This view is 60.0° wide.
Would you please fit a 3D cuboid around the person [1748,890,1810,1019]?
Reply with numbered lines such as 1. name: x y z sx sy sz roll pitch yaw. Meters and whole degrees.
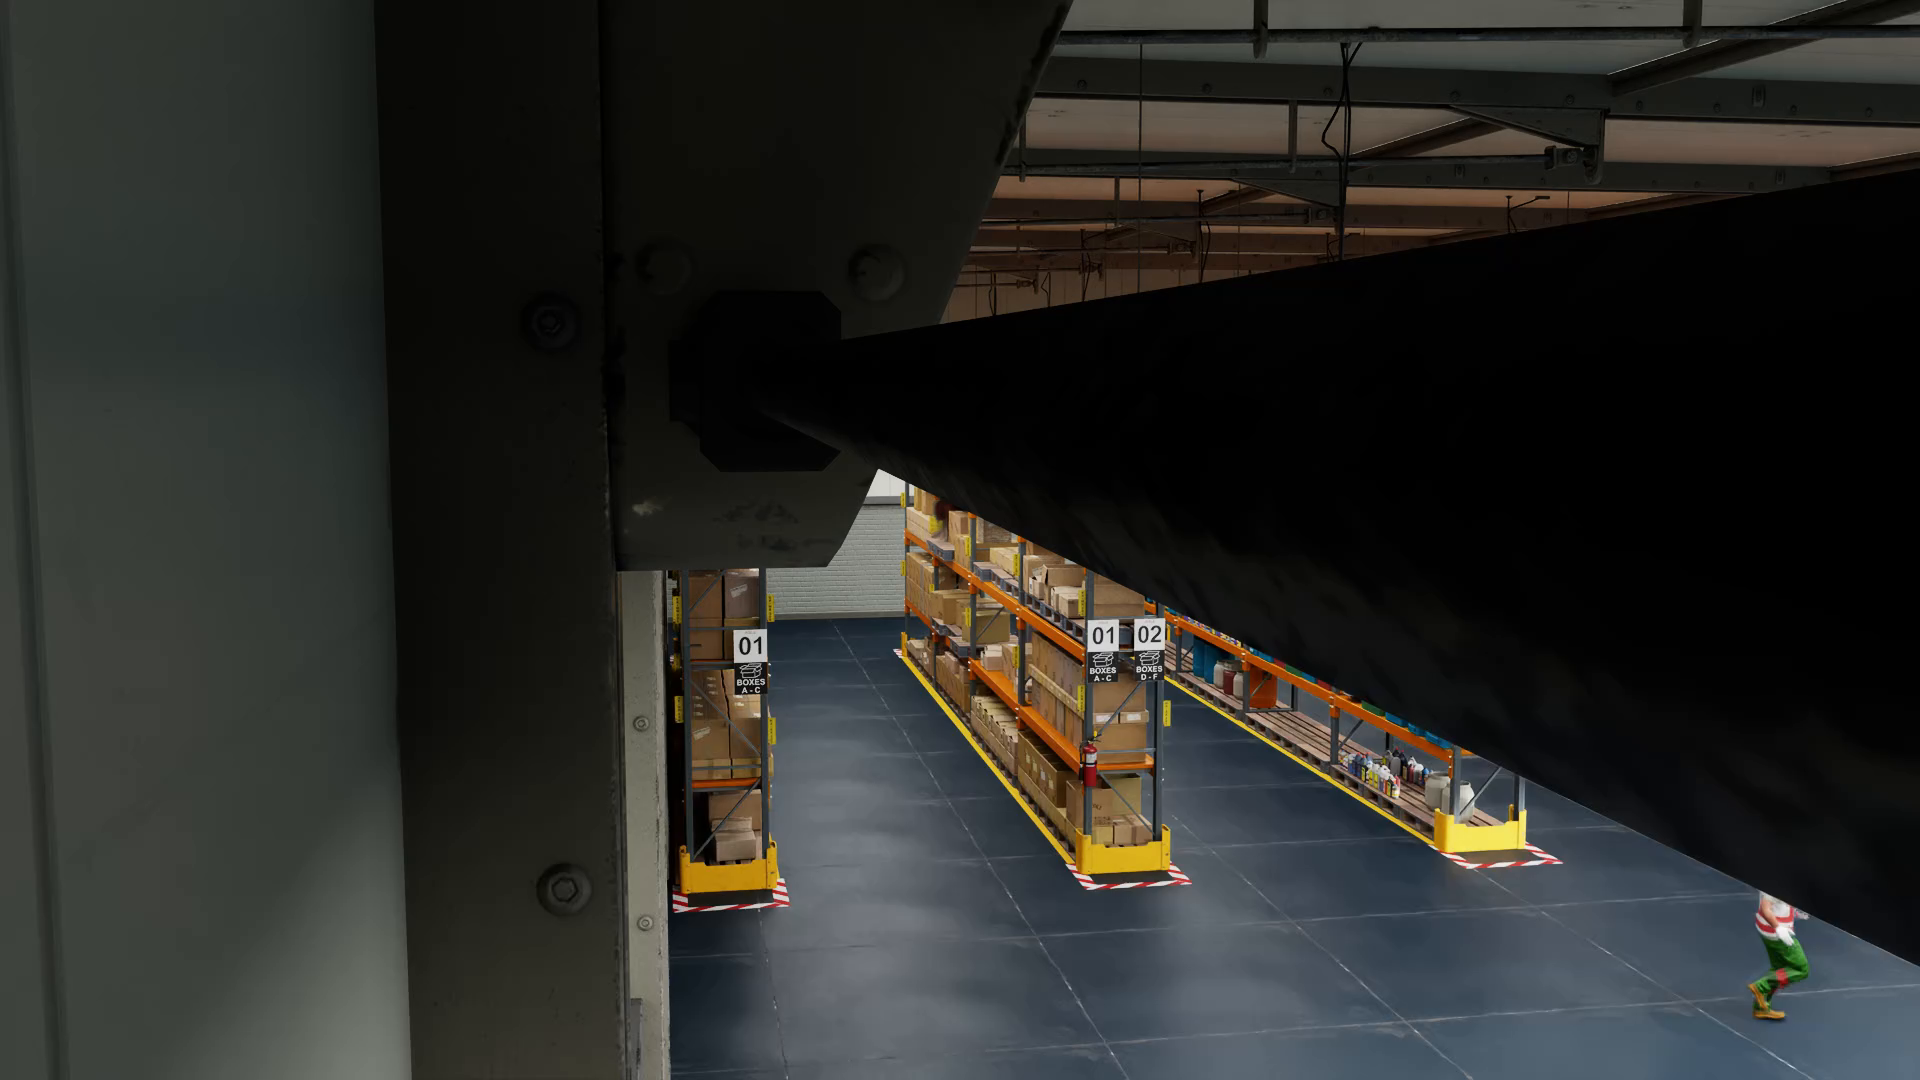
1. person: 7.952 3.795 16.125 0.582 1.737 0.665 1 6 11
